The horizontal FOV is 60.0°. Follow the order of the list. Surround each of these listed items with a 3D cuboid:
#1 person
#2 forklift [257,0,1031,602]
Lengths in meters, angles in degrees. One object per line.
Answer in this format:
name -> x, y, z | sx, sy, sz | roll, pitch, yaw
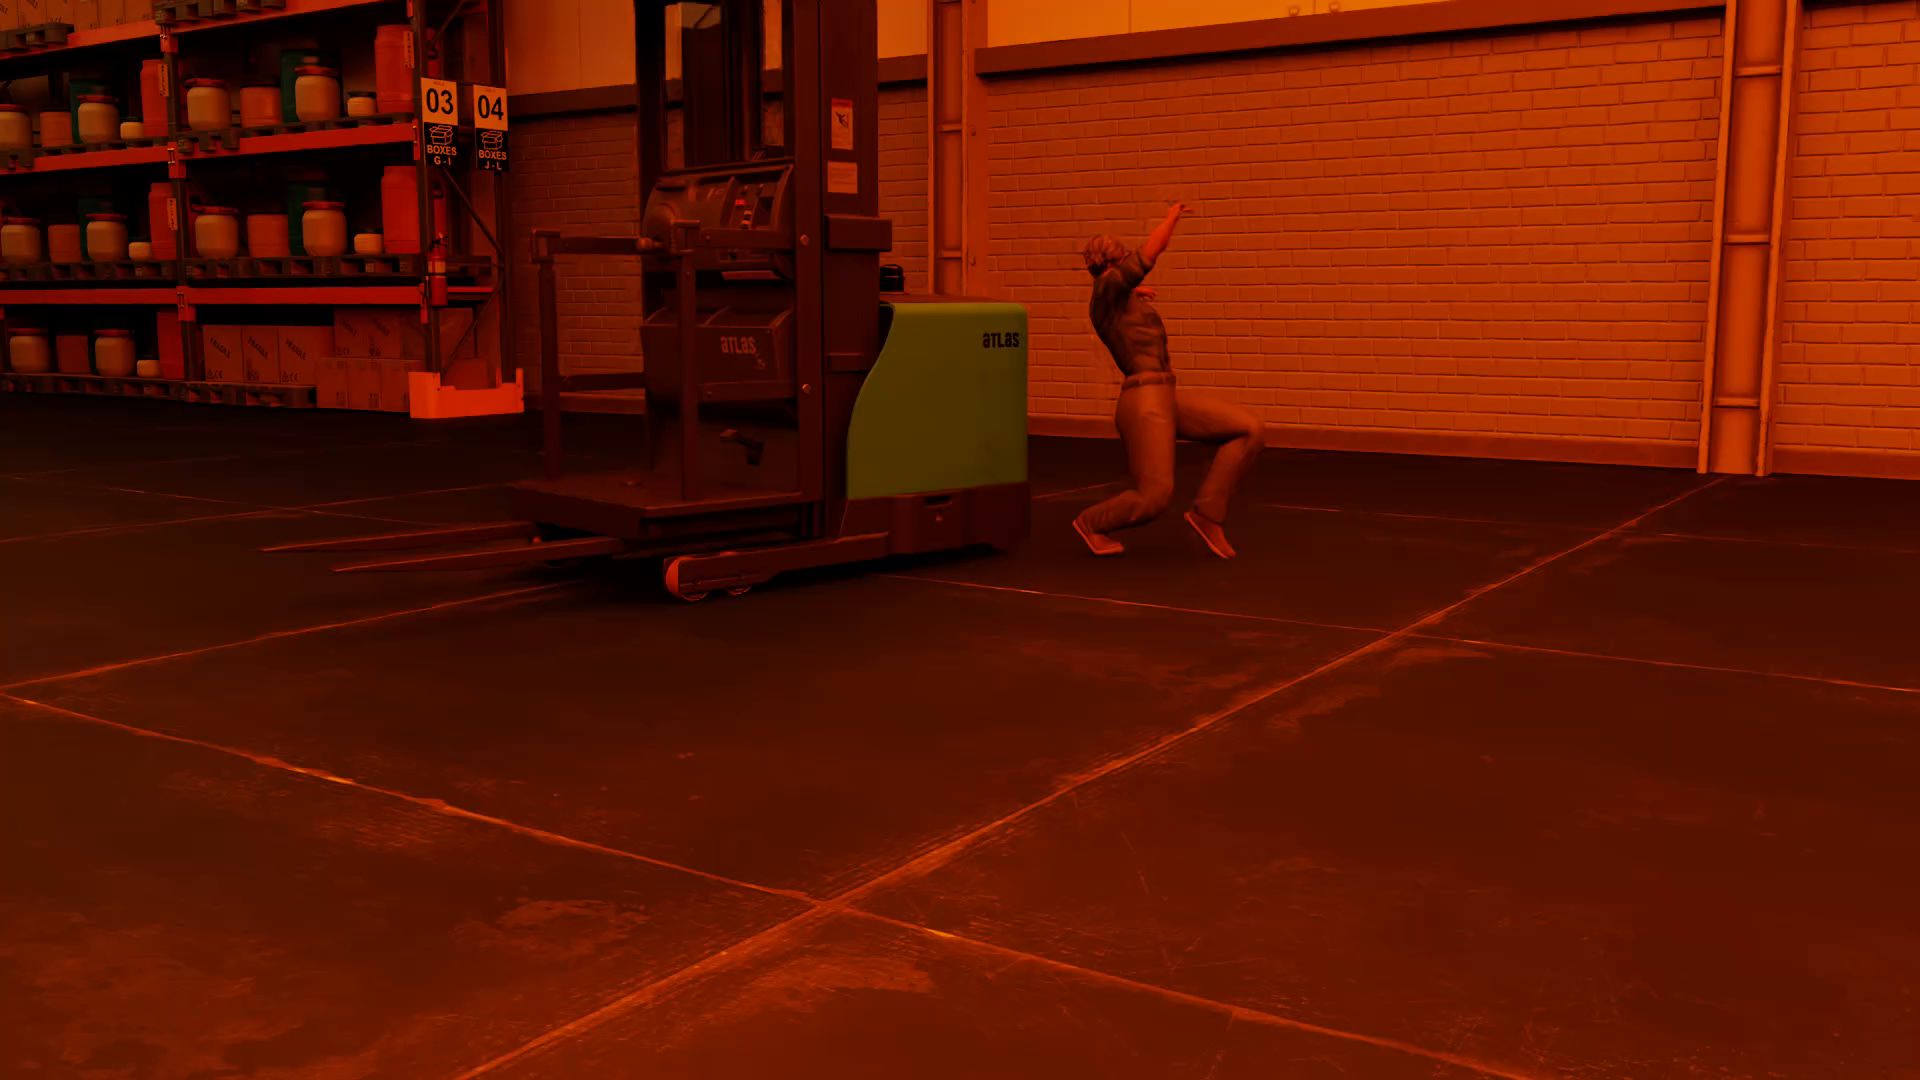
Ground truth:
person -> 0.958, -0.681, 7.209 | 0.798, 1.512, 1.016 | 4, 9, 24
forklift -> -1.116, -1.310, 6.403 | 3.031, 2.935, 1.130 | -7, 11, -42
